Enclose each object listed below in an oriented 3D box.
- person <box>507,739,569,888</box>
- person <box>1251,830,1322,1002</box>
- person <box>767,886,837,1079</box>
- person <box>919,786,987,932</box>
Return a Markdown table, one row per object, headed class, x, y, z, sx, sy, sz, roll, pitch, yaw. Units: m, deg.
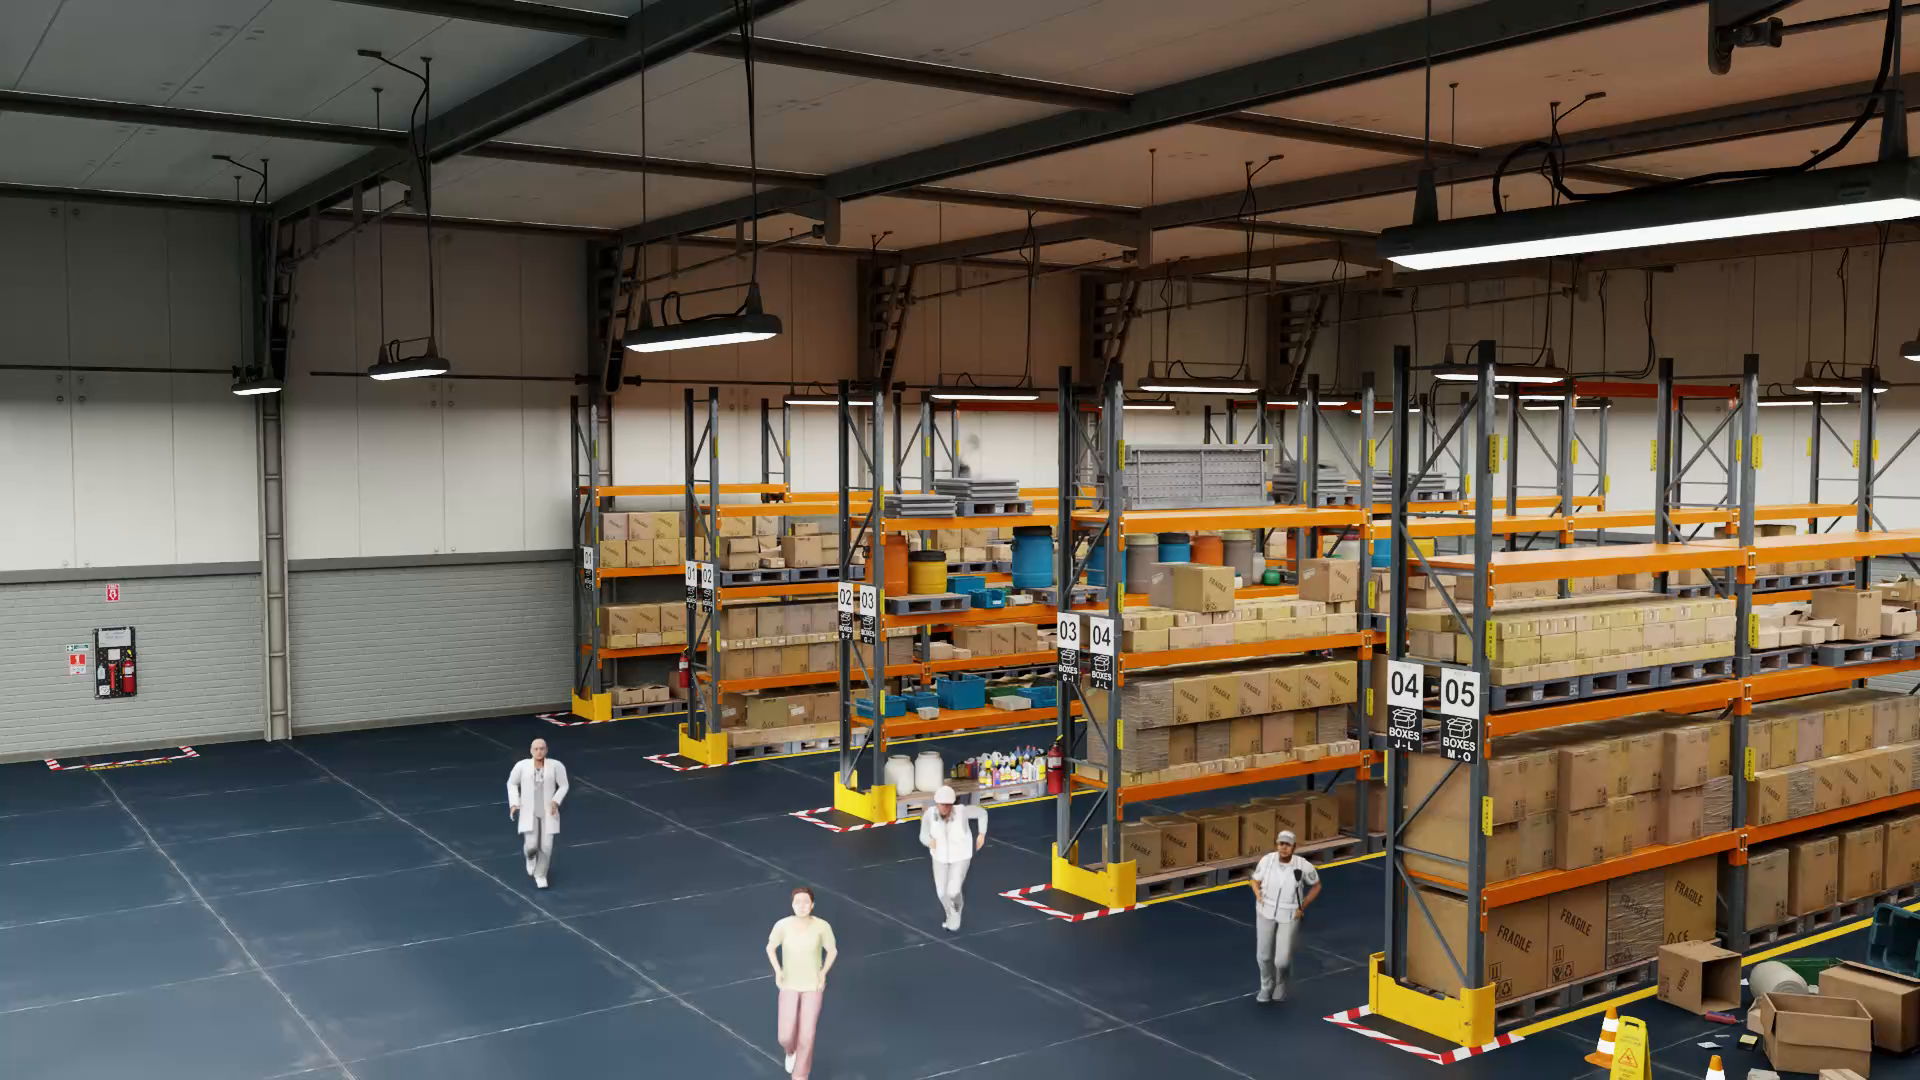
| class | x | y | z | sx | sy | sz | roll | pitch | yaw |
| --- | --- | --- | --- | --- | --- | --- | --- | --- | --- |
| person | -4.865 | 3.148 | 19.201 | 0.696 | 1.726 | 0.671 | -1 | 4 | -15 |
| person | 2.926 | 3.442 | 15.113 | 0.616 | 1.620 | 0.581 | 2 | 4 | 25 |
| person | -1.256 | 3.552 | 13.222 | 0.563 | 1.624 | 0.533 | 0 | 3 | -4 |
| person | -0.069 | 3.304 | 17.256 | 0.683 | 1.617 | 0.921 | 1 | 3 | 10 |
